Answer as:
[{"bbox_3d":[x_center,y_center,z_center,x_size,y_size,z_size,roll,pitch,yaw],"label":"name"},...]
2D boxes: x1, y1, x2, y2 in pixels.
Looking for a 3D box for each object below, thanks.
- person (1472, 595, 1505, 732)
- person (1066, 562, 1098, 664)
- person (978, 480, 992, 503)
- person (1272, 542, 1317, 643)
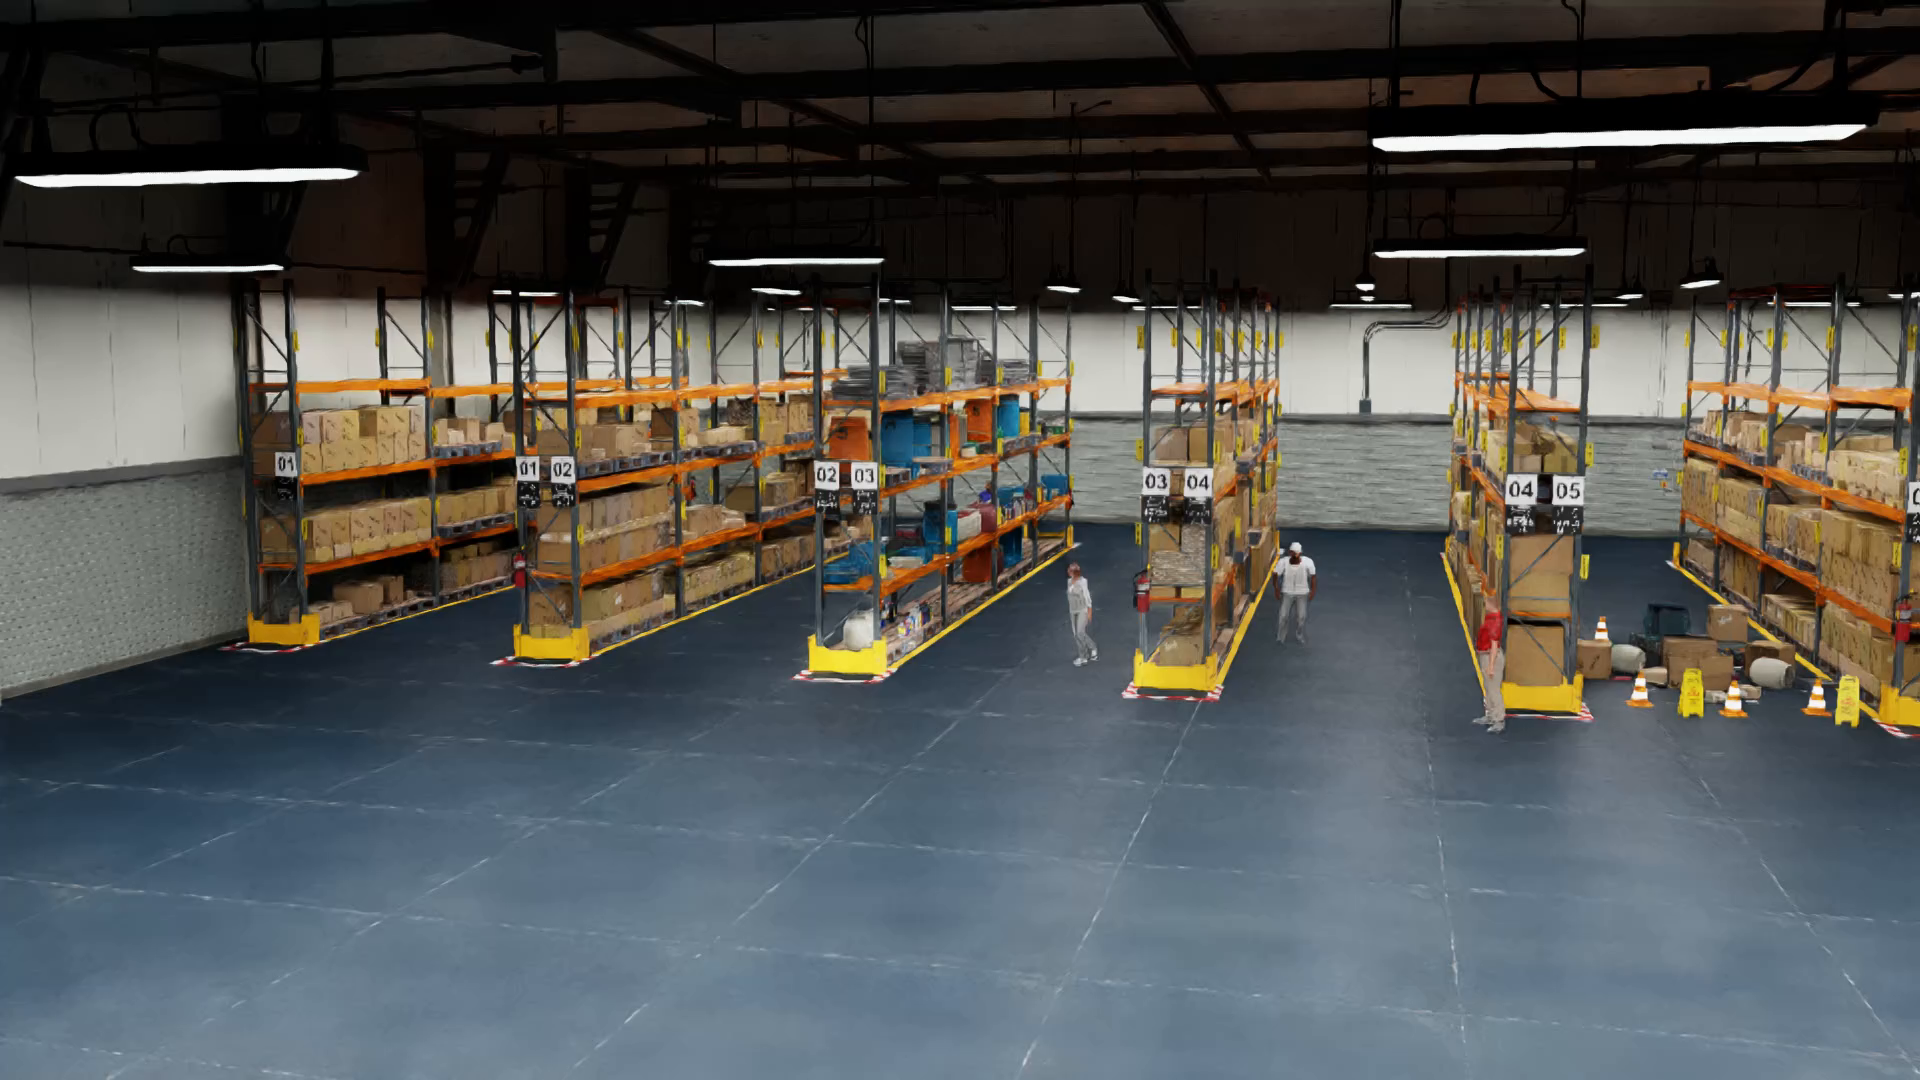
[{"bbox_3d":[6.862,1.566,21.488,0.411,1.725,0.659,2,7,18],"label":"person"},{"bbox_3d":[1.890,1.131,25.769,0.460,1.588,0.475,-5,9,-36],"label":"person"},{"bbox_3d":[0.723,-0.689,40.925,0.592,1.604,0.518,2,7,13],"label":"person"},{"bbox_3d":[5.521,0.871,27.482,0.719,1.714,0.578,1,7,11],"label":"person"}]
